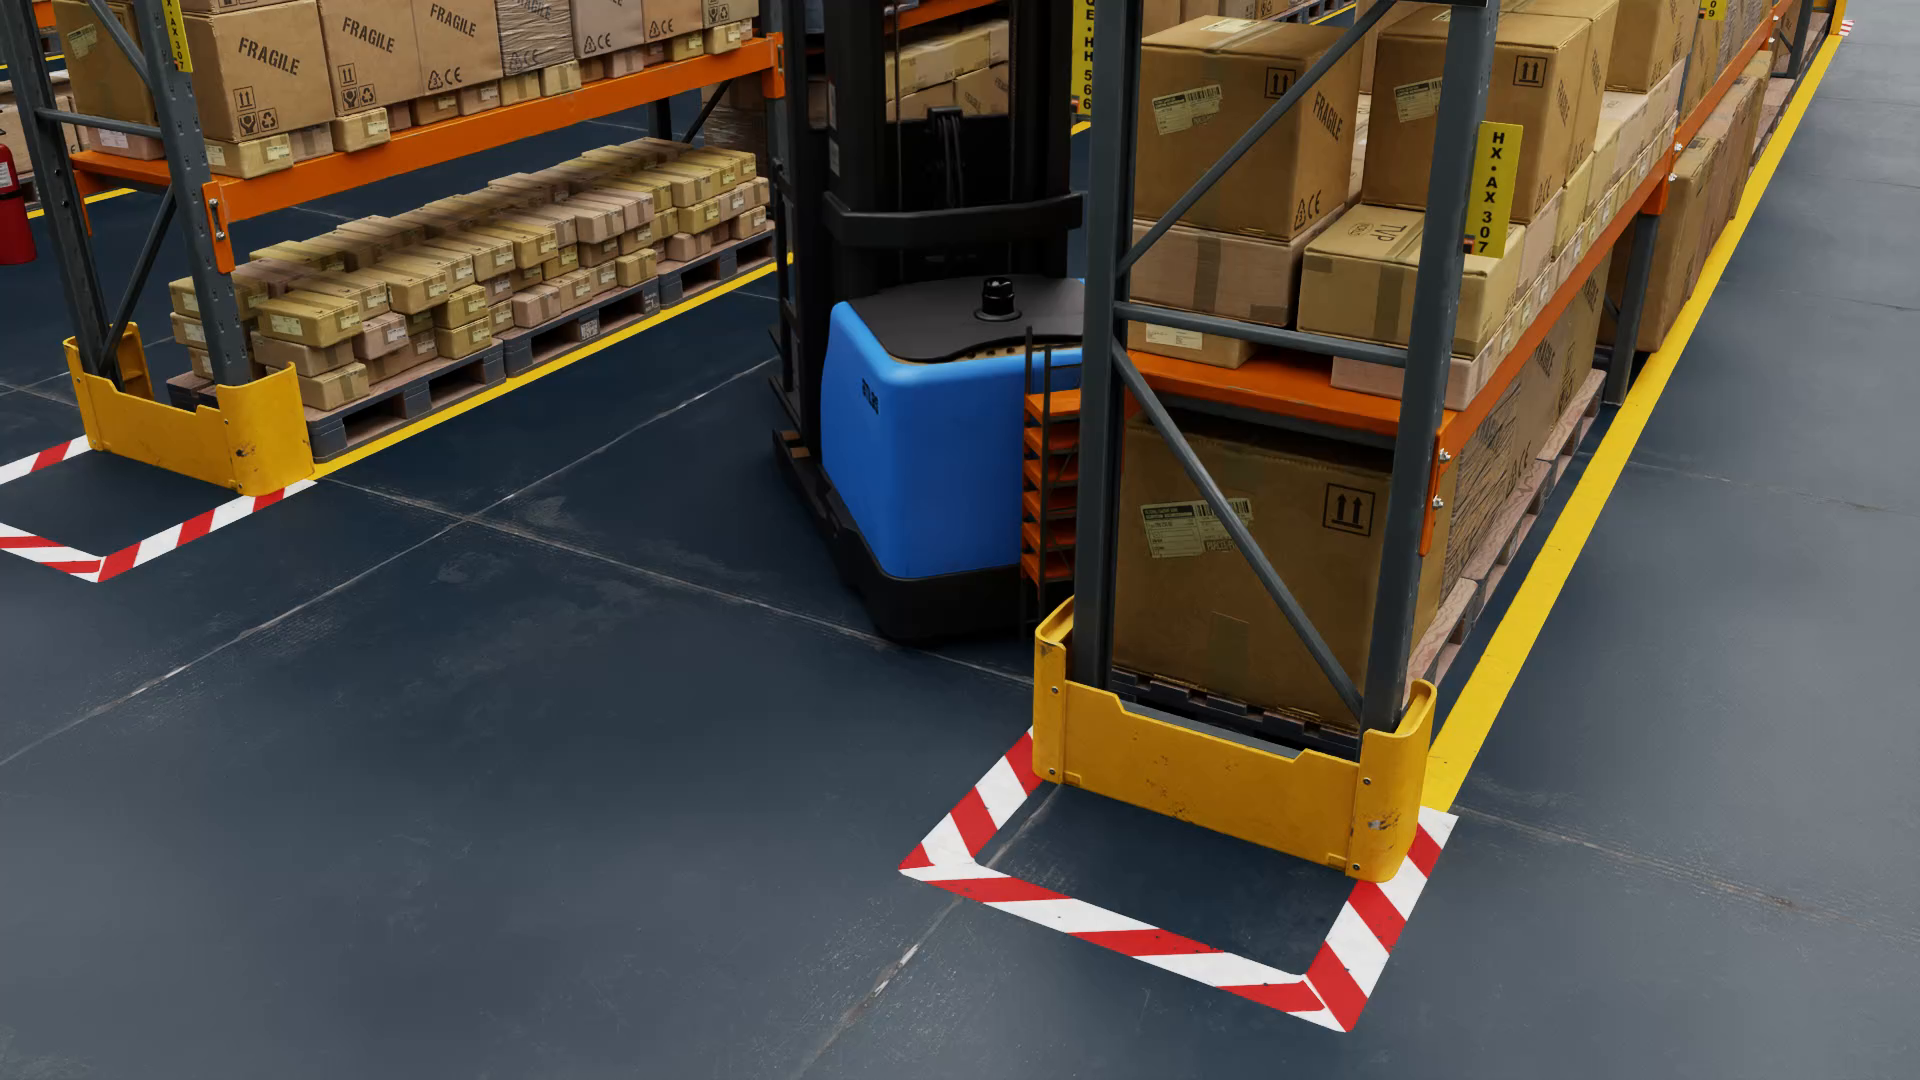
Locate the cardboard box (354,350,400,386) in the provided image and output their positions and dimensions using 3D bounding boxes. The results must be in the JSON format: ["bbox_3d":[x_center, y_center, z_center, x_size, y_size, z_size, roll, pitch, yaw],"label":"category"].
[{"bbox_3d":[-2.864,-0.847,7.807,0.380,0.149,0.250,14,30,26],"label":"cardboard box"}]

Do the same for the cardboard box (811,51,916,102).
[{"bbox_3d":[-0.637,-3.083,11.043,0.500,0.250,0.500,15,30,27],"label":"cardboard box"}]

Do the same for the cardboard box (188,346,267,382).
[{"bbox_3d":[-3.380,-0.845,7.802,0.380,0.149,0.250,15,30,27],"label":"cardboard box"}]

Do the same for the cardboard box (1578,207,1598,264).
[{"bbox_3d":[2.028,-1.102,5.881,0.380,0.149,0.250,13,30,25],"label":"cardboard box"}]

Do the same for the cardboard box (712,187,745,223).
[{"bbox_3d":[-1.490,-1.984,9.747,0.380,0.149,0.250,13,29,24],"label":"cardboard box"}]

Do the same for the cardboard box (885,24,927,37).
[{"bbox_3d":[-0.576,-3.601,12.077,0.500,0.250,0.500,14,30,26],"label":"cardboard box"}]

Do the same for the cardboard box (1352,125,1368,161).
[{"bbox_3d":[1.318,-1.258,5.748,0.500,0.250,0.500,13,29,24],"label":"cardboard box"}]

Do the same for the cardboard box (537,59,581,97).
[{"bbox_3d":[-2.133,-2.339,8.352,0.380,0.149,0.250,15,30,27],"label":"cardboard box"}]

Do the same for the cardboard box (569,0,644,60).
[{"bbox_3d":[-1.984,-2.771,8.490,0.500,0.500,0.500,14,30,26],"label":"cardboard box"}]

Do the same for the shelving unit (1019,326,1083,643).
[{"bbox_3d":[0.360,-0.143,5.696,0.258,1.200,0.189,-8,28,-15],"label":"shelving unit"}]

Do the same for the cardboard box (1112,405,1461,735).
[{"bbox_3d":[1.056,-0.054,5.411,0.875,0.875,0.875,14,30,26],"label":"cardboard box"}]

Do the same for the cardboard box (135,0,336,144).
[{"bbox_3d":[-2.996,-1.972,6.895,0.500,0.500,0.500,16,31,28],"label":"cardboard box"}]

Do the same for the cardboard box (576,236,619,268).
[{"bbox_3d":[-2.073,-1.596,8.971,0.380,0.149,0.250,13,29,24],"label":"cardboard box"}]

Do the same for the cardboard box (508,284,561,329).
[{"bbox_3d":[-2.286,-1.219,8.551,0.380,0.149,0.250,13,29,24],"label":"cardboard box"}]

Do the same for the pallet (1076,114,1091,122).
[{"bbox_3d":[0.931,-3.842,14.189,1.003,0.211,1.213,14,30,26],"label":"pallet"}]

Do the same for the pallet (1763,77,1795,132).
[{"bbox_3d":[6.332,-3.675,13.855,1.003,0.211,1.213,14,30,26],"label":"pallet"}]

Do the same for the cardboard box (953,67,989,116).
[{"bbox_3d":[-0.123,-3.143,12.001,0.500,0.500,0.500,13,29,24],"label":"cardboard box"}]

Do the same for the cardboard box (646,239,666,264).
[{"bbox_3d":[-1.896,-1.649,9.408,0.380,0.149,0.250,13,30,25],"label":"cardboard box"}]

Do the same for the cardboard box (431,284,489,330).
[{"bbox_3d":[-2.529,-1.159,8.099,0.380,0.149,0.250,15,30,28],"label":"cardboard box"}]

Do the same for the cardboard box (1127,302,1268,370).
[{"bbox_3d":[0.699,-0.648,4.974,0.380,0.149,0.250,15,30,27],"label":"cardboard box"}]

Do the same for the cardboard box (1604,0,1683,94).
[{"bbox_3d":[2.535,-2.077,6.545,0.500,0.500,0.500,15,30,27],"label":"cardboard box"}]

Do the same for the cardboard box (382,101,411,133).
[{"bbox_3d":[-2.737,-1.955,7.585,0.380,0.149,0.250,16,31,28],"label":"cardboard box"}]

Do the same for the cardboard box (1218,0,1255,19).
[{"bbox_3d":[2.219,-5.277,15.985,1.050,0.750,0.750,14,30,26],"label":"cardboard box"}]

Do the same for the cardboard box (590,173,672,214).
[{"bbox_3d":[-1.841,-1.932,9.309,0.380,0.149,0.250,15,30,28],"label":"cardboard box"}]

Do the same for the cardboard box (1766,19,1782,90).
[{"bbox_3d":[6.393,-4.070,13.830,0.700,0.500,0.500,12,29,22],"label":"cardboard box"}]

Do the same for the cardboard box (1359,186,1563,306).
[{"bbox_3d":[1.532,-0.947,5.125,0.500,0.250,0.500,14,30,25],"label":"cardboard box"}]

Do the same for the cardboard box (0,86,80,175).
[{"bbox_3d":[-6.691,-2.762,11.310,0.875,0.438,0.875,13,29,25],"label":"cardboard box"}]

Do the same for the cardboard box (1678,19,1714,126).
[{"bbox_3d":[3.223,-2.277,7.835,0.500,0.500,0.500,14,30,26],"label":"cardboard box"}]

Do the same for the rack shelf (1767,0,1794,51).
[{"bbox_3d":[5.730,-4.124,12.442,1.077,0.370,4.000,14,30,26],"label":"rack shelf"}]

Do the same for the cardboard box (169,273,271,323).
[{"bbox_3d":[-3.418,-1.122,7.691,0.380,0.149,0.250,15,30,27],"label":"cardboard box"}]

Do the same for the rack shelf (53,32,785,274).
[{"bbox_3d":[-2.474,-2.138,8.474,1.077,0.370,4.000,14,30,26],"label":"rack shelf"}]

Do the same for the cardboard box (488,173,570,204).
[{"bbox_3d":[-2.413,-1.938,9.322,0.380,0.149,0.250,15,30,27],"label":"cardboard box"}]

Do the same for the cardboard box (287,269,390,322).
[{"bbox_3d":[-2.873,-1.123,7.693,0.380,0.149,0.250,15,30,27],"label":"cardboard box"}]

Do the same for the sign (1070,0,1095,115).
[{"bbox_3d":[0.345,-1.298,4.433,0.100,0.325,0.005,14,30,26],"label":"sign"}]

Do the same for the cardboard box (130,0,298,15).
[{"bbox_3d":[-3.006,-2.422,6.676,0.500,0.500,0.500,14,30,26],"label":"cardboard box"}]

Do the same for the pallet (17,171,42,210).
[{"bbox_3d":[-6.891,-2.287,11.082,1.003,0.211,1.213,14,30,26],"label":"pallet"}]

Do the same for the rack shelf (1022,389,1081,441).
[{"bbox_3d":[0.360,-0.426,5.555,0.258,0.103,0.180,-8,28,-15],"label":"rack shelf"}]

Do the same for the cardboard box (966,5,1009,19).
[{"bbox_3d":[0.370,-3.879,12.634,0.500,0.250,0.500,13,30,25],"label":"cardboard box"}]

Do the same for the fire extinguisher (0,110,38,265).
[{"bbox_3d":[-3.983,-1.483,6.864,0.296,0.674,0.183,14,30,26],"label":"fire extinguisher"}]

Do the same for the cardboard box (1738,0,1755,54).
[{"bbox_3d":[4.216,-3.068,9.417,0.500,0.500,0.500,13,29,24],"label":"cardboard box"}]

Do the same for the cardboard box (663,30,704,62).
[{"bbox_3d":[-1.642,-2.749,9.171,0.380,0.149,0.250,15,30,28],"label":"cardboard box"}]

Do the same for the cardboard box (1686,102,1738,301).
[{"bbox_3d":[3.515,-1.948,9.194,1.225,0.875,0.875,13,29,24],"label":"cardboard box"}]

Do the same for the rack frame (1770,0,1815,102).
[{"bbox_3d":[6.714,-5.226,13.838,1.000,3.000,0.127,14,30,26],"label":"rack frame"}]

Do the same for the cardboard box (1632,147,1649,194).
[{"bbox_3d":[2.534,-1.504,6.684,0.380,0.149,0.250,15,30,27],"label":"cardboard box"}]

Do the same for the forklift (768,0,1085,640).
[{"bbox_3d":[-0.197,-1.596,6.664,1.130,2.935,3.031,-8,28,-15],"label":"forklift"}]

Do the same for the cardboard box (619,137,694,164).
[{"bbox_3d":[-1.840,-2.330,10.104,0.380,0.149,0.250,16,31,28],"label":"cardboard box"}]

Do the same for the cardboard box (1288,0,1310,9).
[{"bbox_3d":[3.256,-6.177,17.642,0.875,0.875,0.875,14,30,26],"label":"cardboard box"}]

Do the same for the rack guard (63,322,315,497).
[{"bbox_3d":[-3.420,-0.592,7.375,1.175,0.500,0.348,14,30,26],"label":"rack guard"}]

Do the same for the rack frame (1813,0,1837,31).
[{"bbox_3d":[8.682,-6.784,16.952,1.000,3.000,0.127,14,30,26],"label":"rack frame"}]

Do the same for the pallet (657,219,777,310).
[{"bbox_3d":[-1.790,-1.723,9.956,1.003,0.211,1.213,14,30,26],"label":"pallet"}]

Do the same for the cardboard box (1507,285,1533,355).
[{"bbox_3d":[1.523,-0.702,5.083,0.380,0.149,0.250,13,30,25],"label":"cardboard box"}]

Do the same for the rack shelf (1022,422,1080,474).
[{"bbox_3d":[0.360,-0.318,5.608,0.258,0.103,0.180,-8,28,-15],"label":"rack shelf"}]

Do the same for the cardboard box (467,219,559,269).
[{"bbox_3d":[-2.274,-1.506,8.459,0.380,0.149,0.250,15,30,27],"label":"cardboard box"}]

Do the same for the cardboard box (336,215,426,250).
[{"bbox_3d":[-2.961,-1.540,8.526,0.380,0.149,0.250,15,30,28],"label":"cardboard box"}]

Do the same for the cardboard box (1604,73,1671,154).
[{"bbox_3d":[2.537,-1.742,6.714,0.500,0.250,0.500,15,30,28],"label":"cardboard box"}]

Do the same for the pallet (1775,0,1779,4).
[{"bbox_3d":[5.004,-3.882,11.368,1.213,0.211,1.003,14,30,26],"label":"pallet"}]
